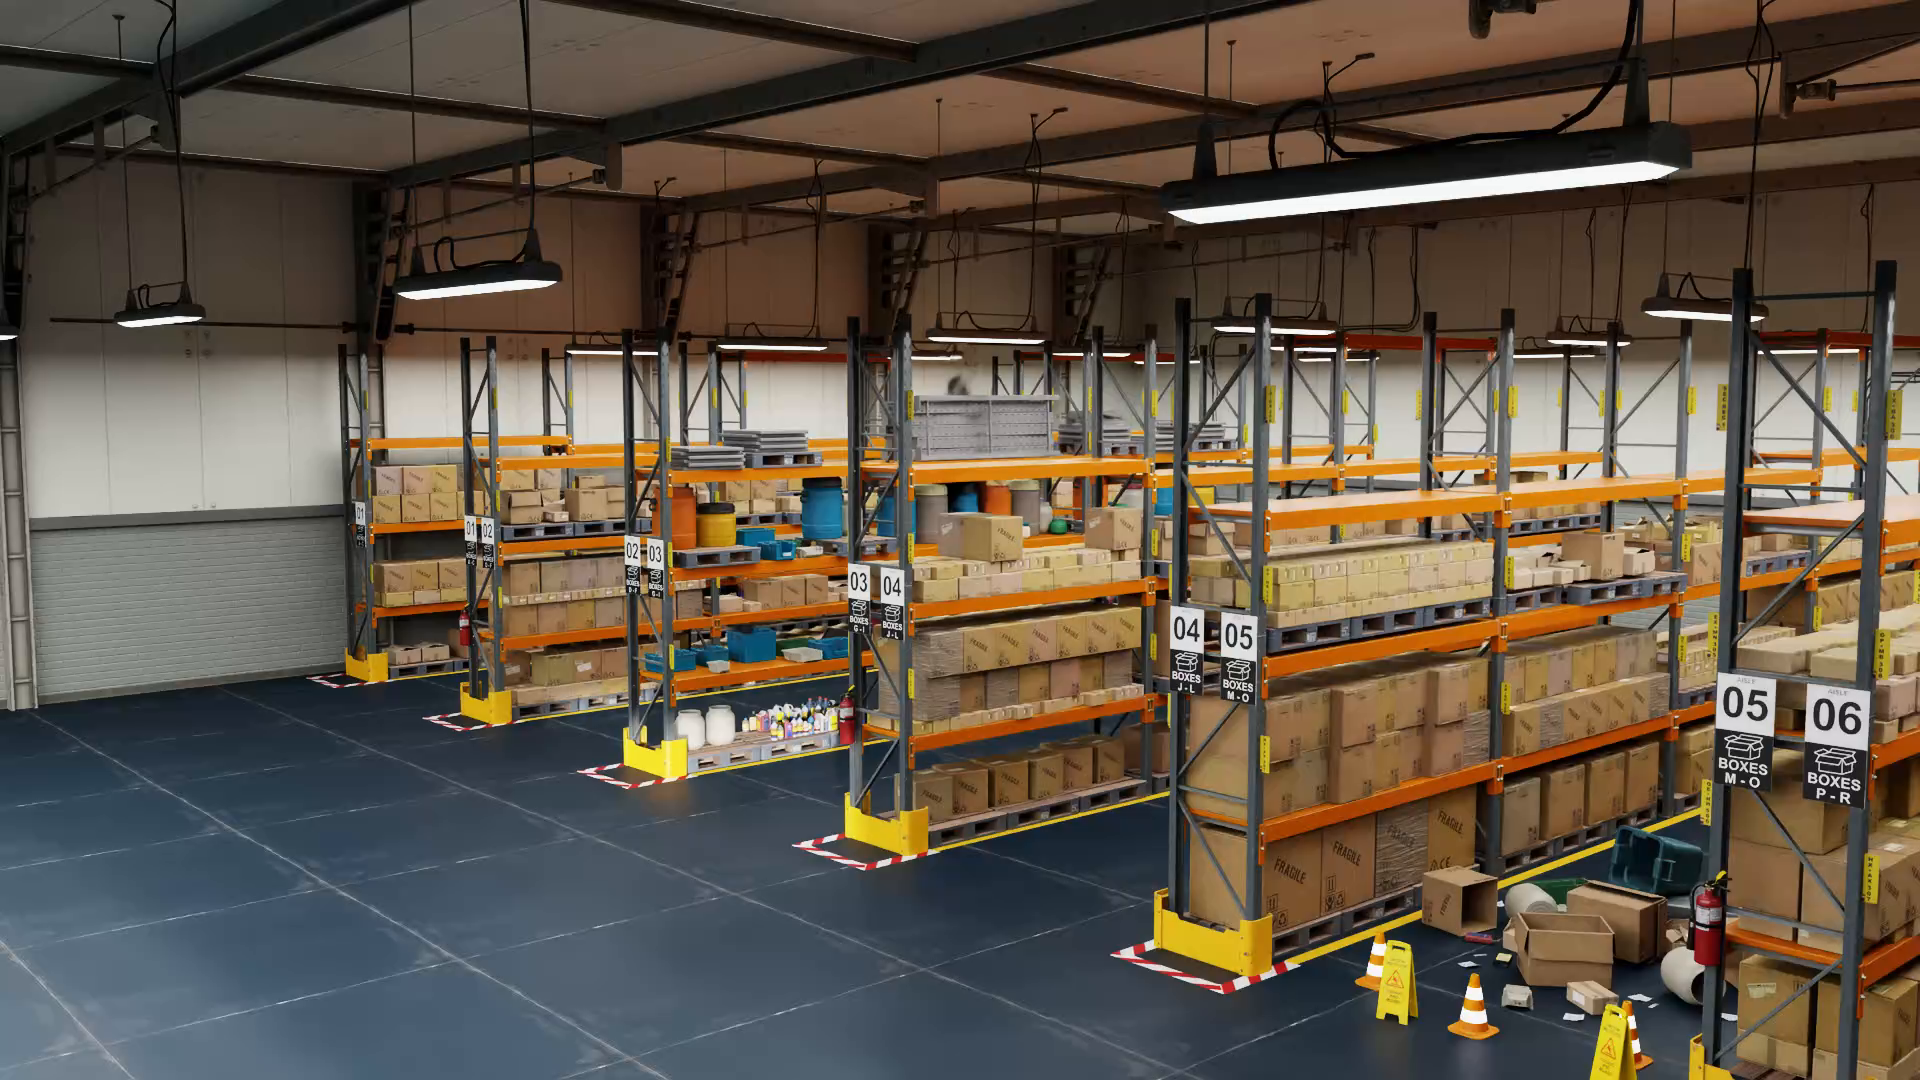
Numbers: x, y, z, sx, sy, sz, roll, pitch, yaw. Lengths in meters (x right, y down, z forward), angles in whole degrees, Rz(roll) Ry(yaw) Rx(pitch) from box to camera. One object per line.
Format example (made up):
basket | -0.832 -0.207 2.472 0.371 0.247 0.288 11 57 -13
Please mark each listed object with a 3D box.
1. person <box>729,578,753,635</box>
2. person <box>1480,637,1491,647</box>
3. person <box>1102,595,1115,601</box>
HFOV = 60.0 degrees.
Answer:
person | -4.098 1.558 31.231 0.549 1.680 0.689 5 7 42
person | 7.794 2.104 24.334 0.676 1.732 0.668 5 7 43
person | 3.067 1.327 32.982 0.680 1.802 0.883 5 7 44
